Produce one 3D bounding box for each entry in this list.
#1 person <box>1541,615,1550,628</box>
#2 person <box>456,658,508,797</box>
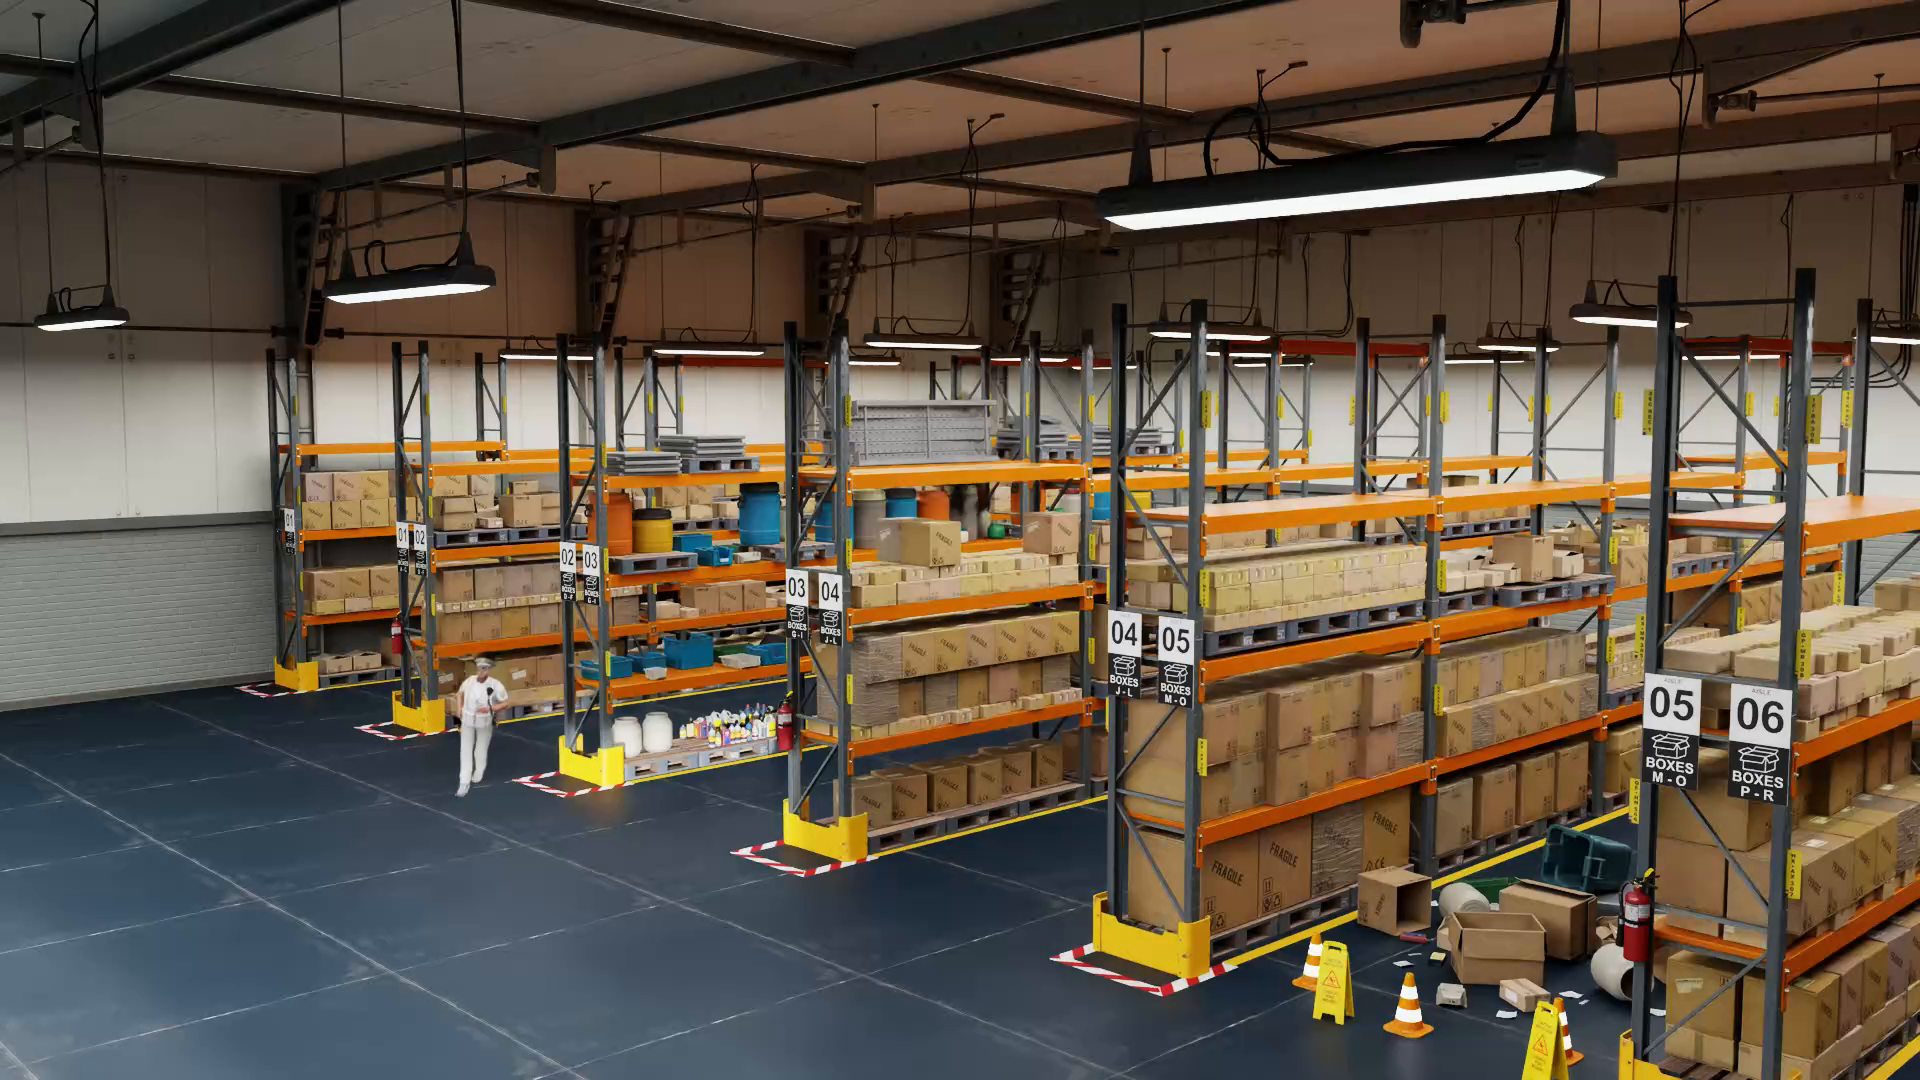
[{"bbox_3d":[10.792,1.604,31.039,0.715,1.824,0.972,-3,6,-33],"label":"person"},{"bbox_3d":[-6.285,2.410,21.880,0.696,1.776,0.905,0,5,-3],"label":"person"}]
